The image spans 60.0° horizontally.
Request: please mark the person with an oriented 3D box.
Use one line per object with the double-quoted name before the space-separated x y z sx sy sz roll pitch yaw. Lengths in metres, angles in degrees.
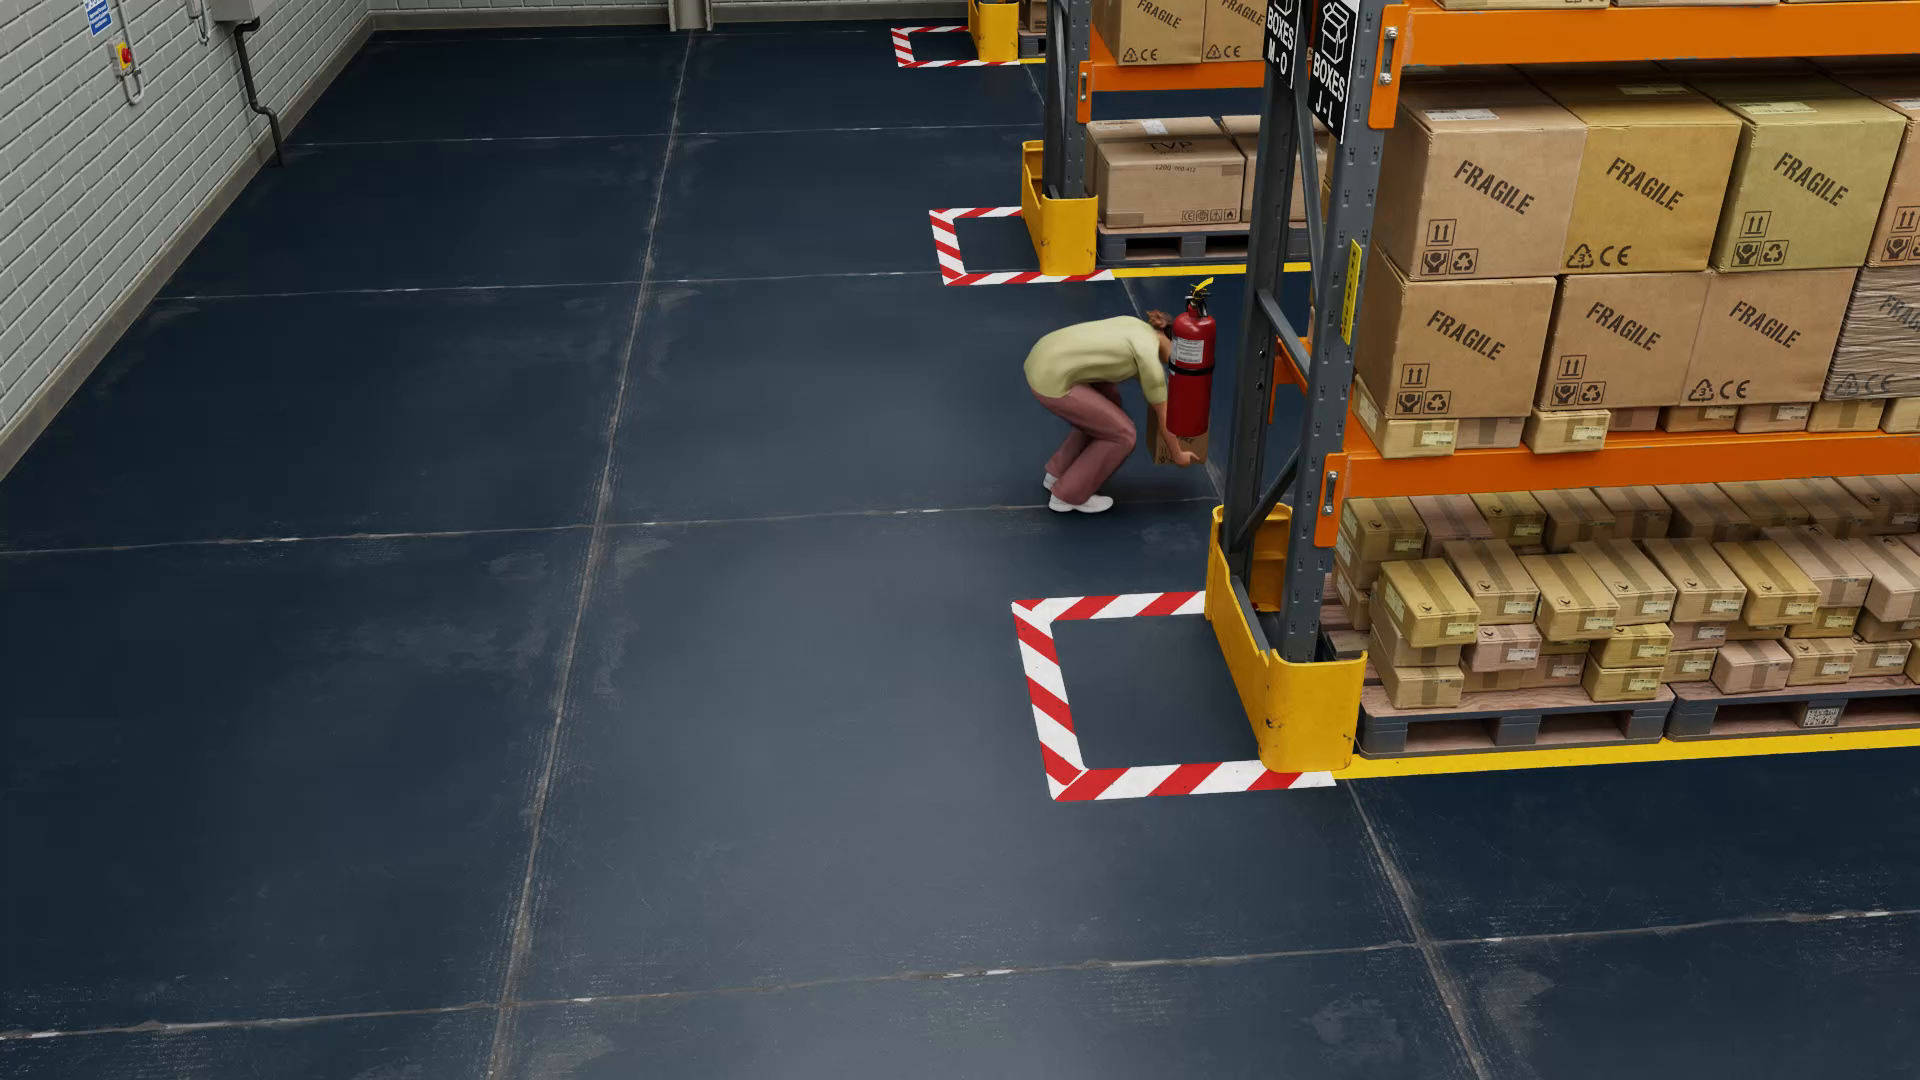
"person" 0.731 -0.632 7.871 0.865 0.958 0.476 -4 31 -7
